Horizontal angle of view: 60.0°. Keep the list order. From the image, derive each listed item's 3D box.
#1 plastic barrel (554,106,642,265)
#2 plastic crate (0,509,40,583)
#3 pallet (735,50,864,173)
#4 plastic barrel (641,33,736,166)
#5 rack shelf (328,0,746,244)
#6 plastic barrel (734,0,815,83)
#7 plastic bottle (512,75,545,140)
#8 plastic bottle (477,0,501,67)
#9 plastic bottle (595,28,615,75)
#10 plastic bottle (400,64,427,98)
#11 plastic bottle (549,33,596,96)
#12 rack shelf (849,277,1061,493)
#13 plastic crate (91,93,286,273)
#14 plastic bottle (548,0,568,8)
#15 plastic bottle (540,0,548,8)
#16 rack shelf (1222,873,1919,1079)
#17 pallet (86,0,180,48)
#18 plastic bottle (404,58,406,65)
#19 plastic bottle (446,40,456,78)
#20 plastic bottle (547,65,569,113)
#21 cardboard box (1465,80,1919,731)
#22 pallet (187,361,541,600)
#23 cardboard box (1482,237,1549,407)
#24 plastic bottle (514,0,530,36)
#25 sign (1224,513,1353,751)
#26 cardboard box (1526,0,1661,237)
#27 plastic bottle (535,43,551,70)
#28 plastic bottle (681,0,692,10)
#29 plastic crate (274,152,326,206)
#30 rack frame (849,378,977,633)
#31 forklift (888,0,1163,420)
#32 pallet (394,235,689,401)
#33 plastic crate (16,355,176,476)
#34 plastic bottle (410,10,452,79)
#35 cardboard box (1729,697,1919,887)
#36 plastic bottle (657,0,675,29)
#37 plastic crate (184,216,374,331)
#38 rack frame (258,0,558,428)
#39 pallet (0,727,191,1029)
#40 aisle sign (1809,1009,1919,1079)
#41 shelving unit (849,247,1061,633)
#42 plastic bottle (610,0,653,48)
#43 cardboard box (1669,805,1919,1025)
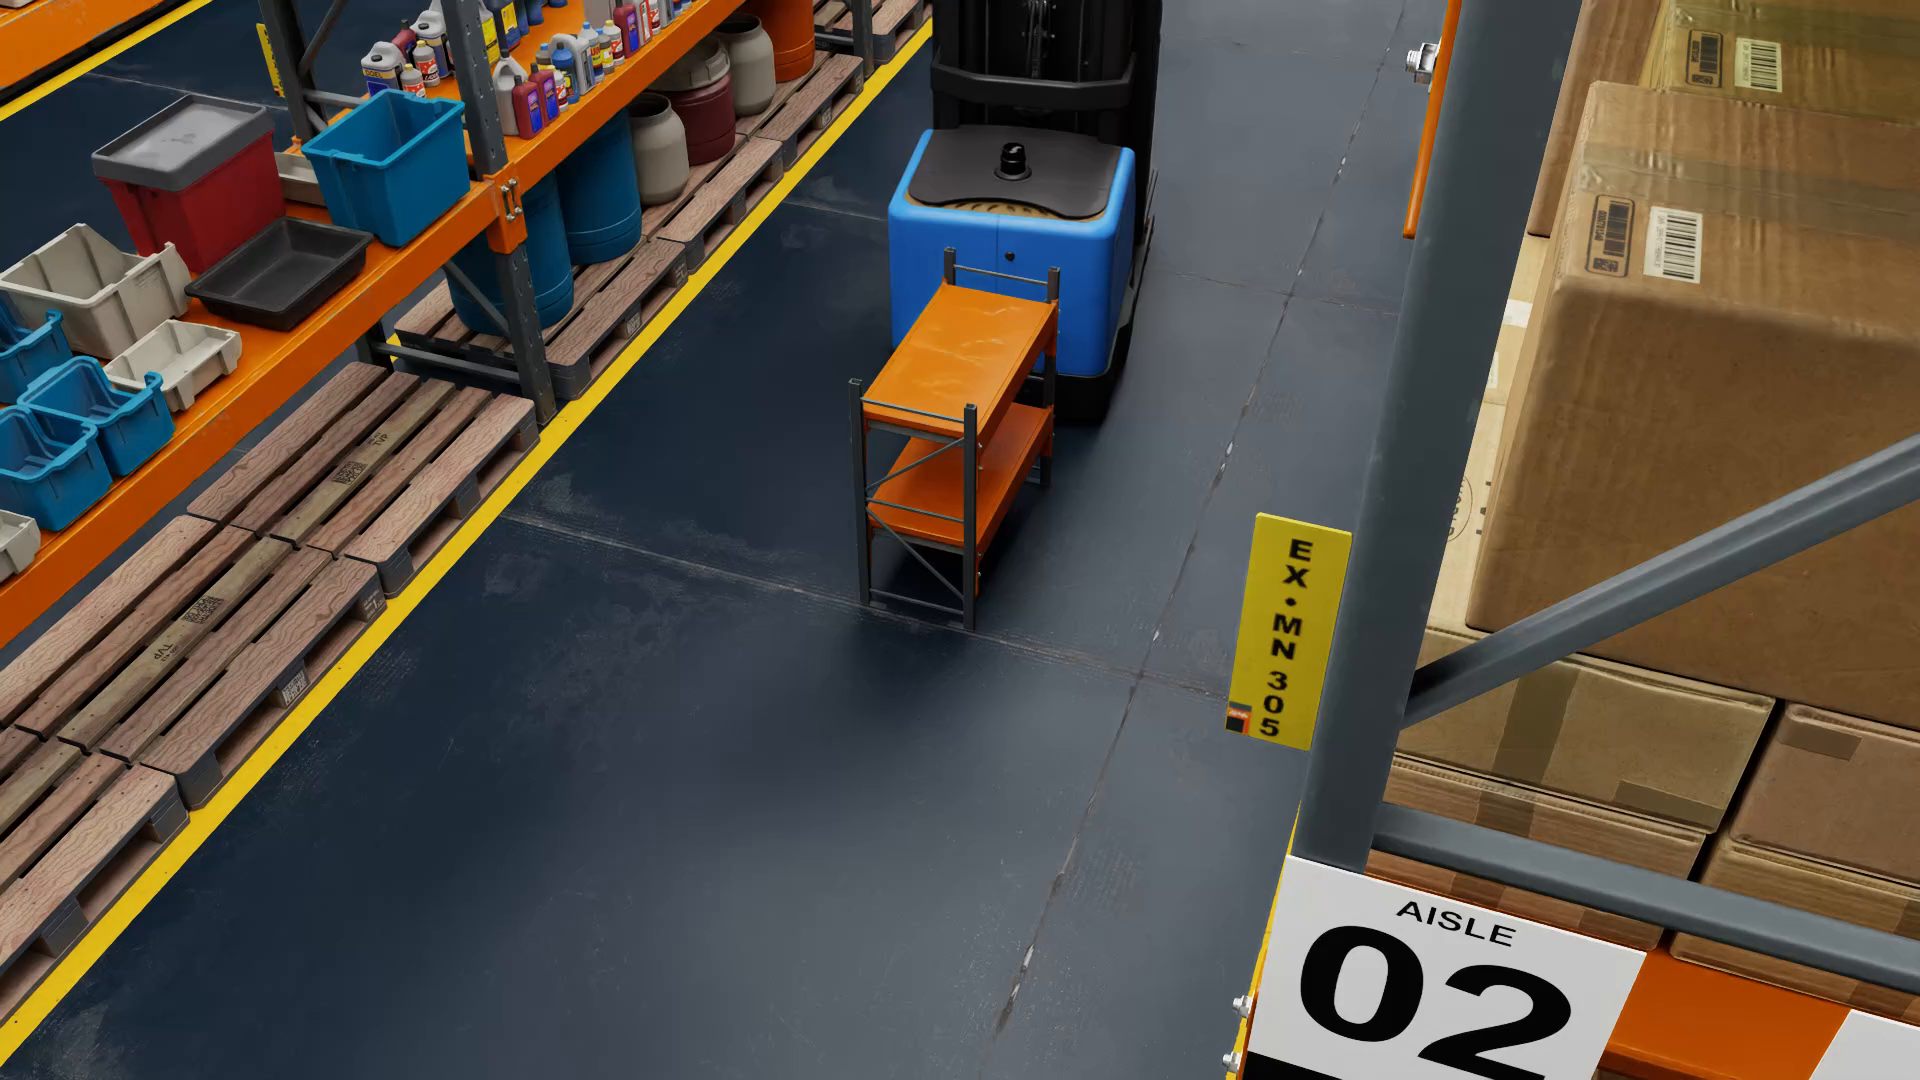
[{"bbox_3d":[-1.971,-1.942,8.509,0.600,0.901,0.708,13,42,15],"label":"plastic barrel"},{"bbox_3d":[-2.970,0.028,5.063,0.250,0.136,0.298,13,42,15],"label":"plastic crate"},{"bbox_3d":[-1.278,-2.710,10.263,1.003,0.211,1.213,13,42,15],"label":"pallet"},{"bbox_3d":[-1.585,-2.512,9.418,0.600,0.588,0.708,13,42,15],"label":"plastic barrel"},{"bbox_3d":[-1.732,-2.767,8.737,1.077,0.370,4.000,13,42,15],"label":"rack shelf"},{"bbox_3d":[-1.199,-3.293,10.147,0.600,0.830,0.708,13,42,15],"label":"plastic barrel"},{"bbox_3d":[-1.889,-1.906,7.262,0.061,0.283,0.133,13,42,15],"label":"plastic bottle"},{"bbox_3d":[-2.273,-2.403,7.794,0.144,0.351,0.185,13,42,15],"label":"plastic bottle"},{"bbox_3d":[-1.675,-2.290,7.776,0.097,0.201,0.097,0,40,0],"label":"plastic bottle"},{"bbox_3d":[-2.461,-2.041,7.484,0.097,0.201,0.097,0,40,0],"label":"plastic bottle"},{"bbox_3d":[-1.774,-2.195,7.607,0.152,0.276,0.135,13,42,15],"label":"plastic bottle"},{"bbox_3d":[-0.002,-0.646,6.690,0.538,0.278,1.000,13,42,15],"label":"rack shelf"},{"bbox_3d":[-2.957,-1.379,6.460,0.402,0.464,0.583,13,42,15],"label":"plastic crate"},{"bbox_3d":[-2.038,-2.822,8.345,0.097,0.271,0.097,0,40,0],"label":"plastic bottle"},{"bbox_3d":[-2.162,-2.840,8.363,0.152,0.276,0.135,13,42,15],"label":"plastic bottle"},{"bbox_3d":[1.554,-0.367,3.612,1.077,0.370,4.000,13,42,15],"label":"rack shelf"},{"bbox_3d":[-6.042,-3.835,11.582,1.003,0.211,1.213,13,42,15],"label":"pallet"},{"bbox_3d":[-2.571,-2.134,7.594,0.097,0.201,0.097,0,40,0],"label":"plastic bottle"},{"bbox_3d":[-2.336,-2.264,7.746,0.097,0.201,0.097,0,40,0],"label":"plastic bottle"},{"bbox_3d":[-1.821,-2.030,7.471,0.097,0.201,0.097,0,40,0],"label":"plastic bottle"},{"bbox_3d":[1.030,-0.156,1.963,0.700,0.500,0.500,13,42,15],"label":"cardboard box"},{"bbox_3d":[-2.630,-0.303,7.443,1.003,0.211,1.213,13,42,15],"label":"pallet"},{"bbox_3d":[0.977,-0.229,2.626,0.500,0.250,0.500,13,42,15],"label":"cardboard box"},{"bbox_3d":[-2.164,-2.598,8.083,0.097,0.271,0.097,0,40,0],"label":"plastic bottle"},{"bbox_3d":[0.355,0.107,1.820,0.100,0.325,0.005,13,42,15],"label":"sign"},{"bbox_3d":[1.351,-0.771,2.684,0.700,0.500,0.500,13,42,15],"label":"cardboard box"},{"bbox_3d":[-1.898,-2.183,7.650,0.097,0.201,0.097,0,40,0],"label":"plastic bottle"},{"bbox_3d":[-1.405,-2.800,8.320,0.097,0.271,0.097,0,40,0],"label":"plastic bottle"},{"bbox_3d":[-2.709,-1.491,6.844,0.396,0.136,0.243,13,42,15],"label":"plastic crate"},{"bbox_3d":[-0.176,-0.114,6.517,0.500,1.125,0.032,13,42,15],"label":"rack frame"},{"bbox_3d":[0.457,-2.642,8.089,1.130,2.935,3.031,7,41,9],"label":"forklift"},{"bbox_3d":[-2.112,-1.221,8.519,1.003,0.211,1.213,13,42,15],"label":"pallet"},{"bbox_3d":[-2.837,-0.404,5.495,0.416,0.233,0.300,13,42,15],"label":"plastic crate"},{"bbox_3d":[-2.460,-2.309,7.741,0.152,0.276,0.135,13,42,15],"label":"plastic bottle"},{"bbox_3d":[1.290,0.191,2.135,0.500,0.250,0.500,13,42,15],"label":"cardboard box"},{"bbox_3d":[-1.503,-2.678,8.173,0.152,0.276,0.135,13,42,15],"label":"plastic bottle"},{"bbox_3d":[-2.546,-0.997,6.273,0.437,0.125,0.590,13,42,15],"label":"plastic crate"},{"bbox_3d":[-2.416,-1.821,7.073,1.000,3.000,0.127,13,42,15],"label":"rack frame"},{"bbox_3d":[-3.465,1.185,5.698,1.003,0.211,1.213,13,42,15],"label":"pallet"},{"bbox_3d":[1.123,0.838,1.954,0.394,0.787,0.004,13,42,15],"label":"aisle sign"},{"bbox_3d":[-0.002,-0.424,6.880,0.538,1.125,1.048,13,42,15],"label":"shelving unit"},{"bbox_3d":[-1.583,-2.536,8.007,0.152,0.276,0.135,13,42,15],"label":"plastic bottle"},{"bbox_3d":[1.285,0.379,2.299,0.500,0.250,0.500,13,42,15],"label":"cardboard box"}]
